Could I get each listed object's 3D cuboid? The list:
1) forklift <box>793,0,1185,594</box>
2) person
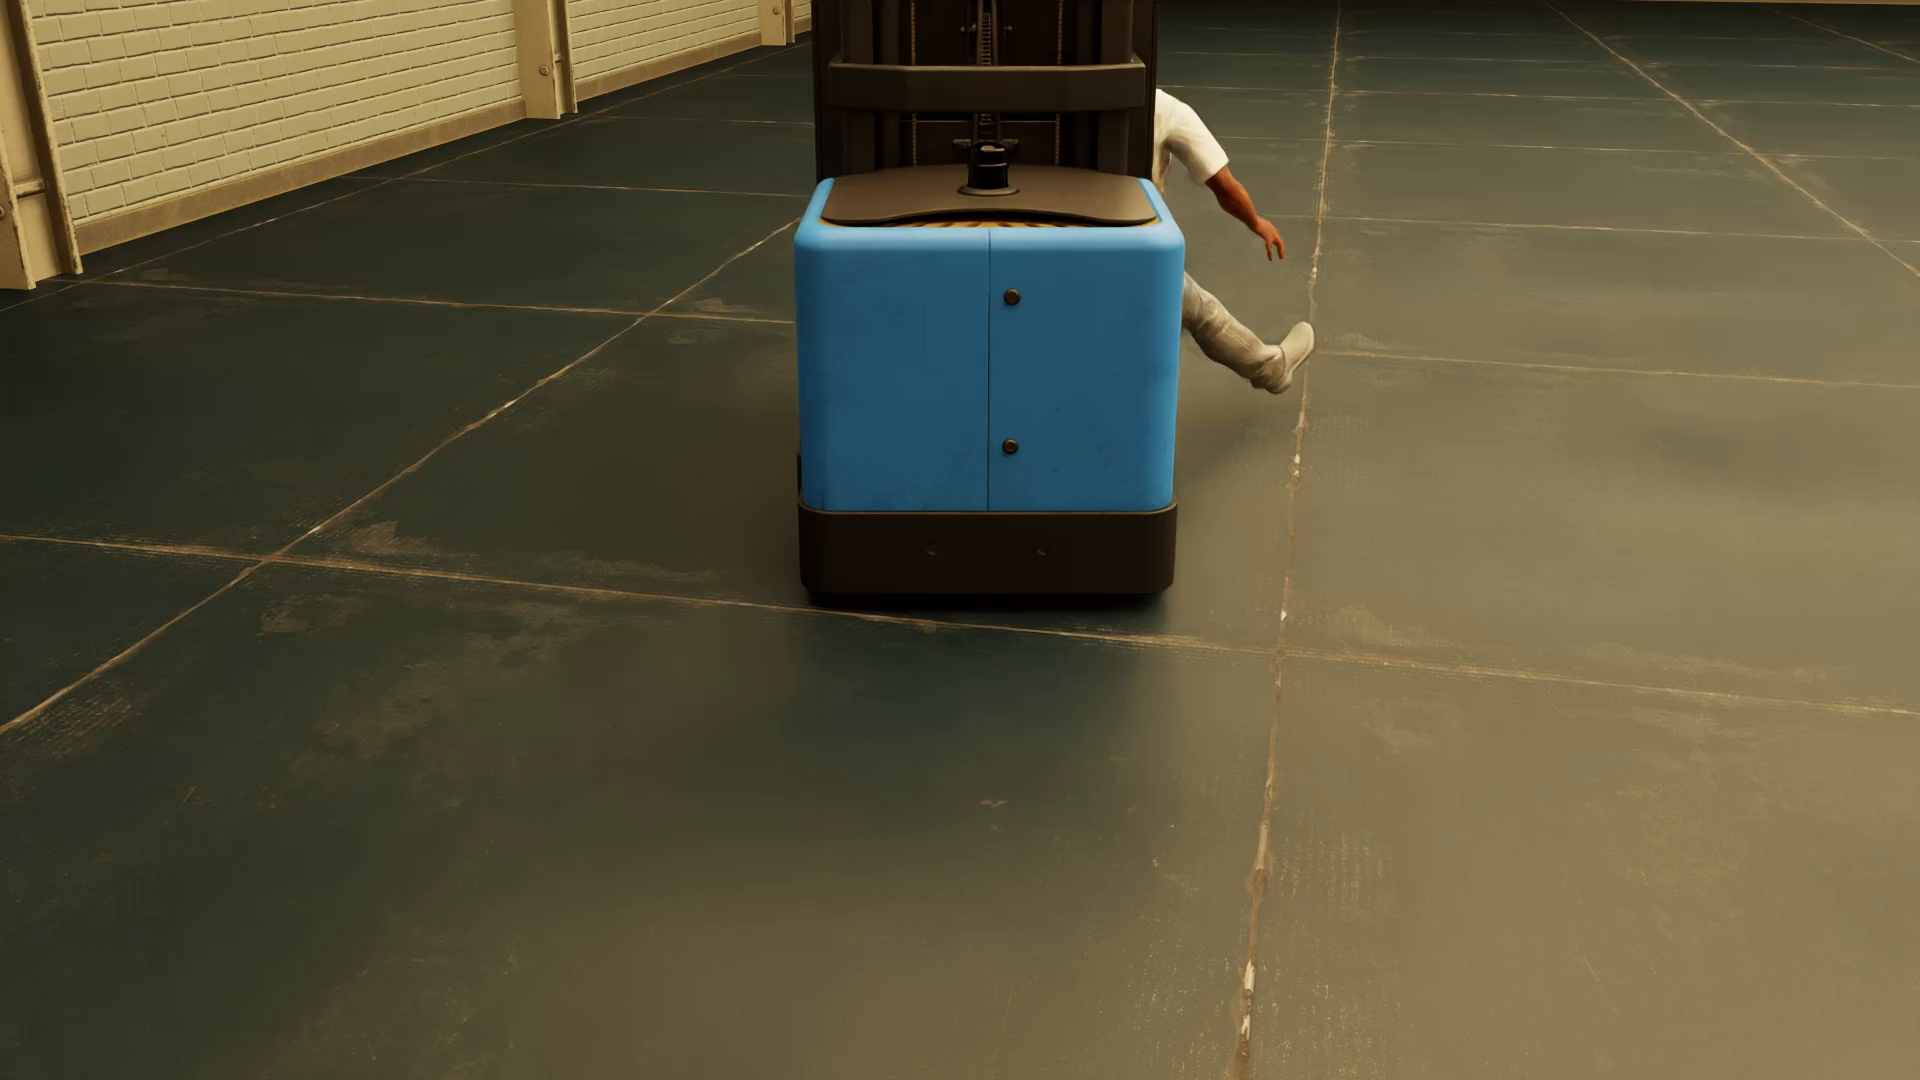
[{"bbox_3d":[0.078,-1.712,5.467,1.130,2.935,3.031,0,22,0],"label":"forklift"},{"bbox_3d":[0.615,-1.121,6.045,1.059,1.439,1.121,16,27,34],"label":"person"}]
